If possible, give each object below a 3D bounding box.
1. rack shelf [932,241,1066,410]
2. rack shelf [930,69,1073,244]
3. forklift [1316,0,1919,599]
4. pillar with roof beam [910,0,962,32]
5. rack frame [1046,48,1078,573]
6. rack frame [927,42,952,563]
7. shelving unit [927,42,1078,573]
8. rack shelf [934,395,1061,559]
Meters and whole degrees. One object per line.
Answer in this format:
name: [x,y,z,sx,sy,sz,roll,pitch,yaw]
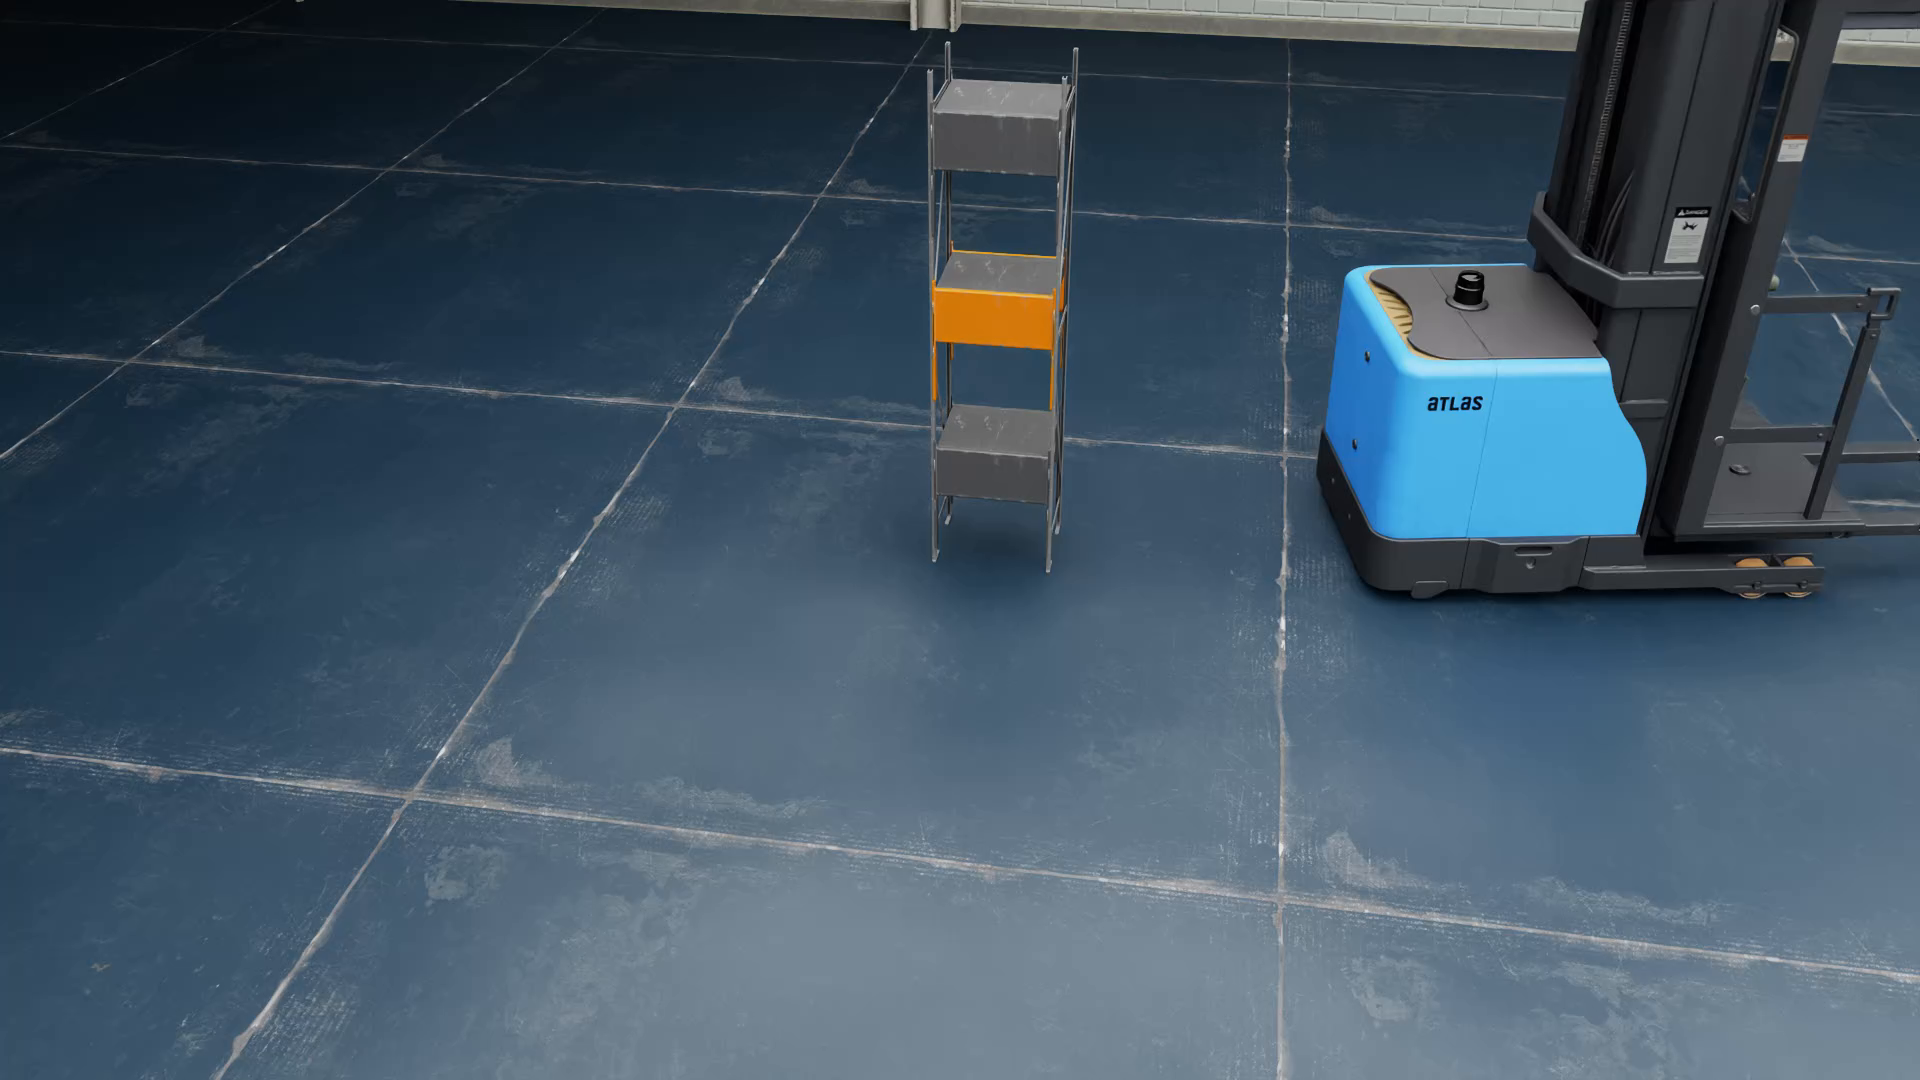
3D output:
rack shelf: [0.163,-0.864,6.677,0.480,0.518,0.431,5,32,8]
rack shelf: [0.163,-1.457,6.305,0.480,0.518,0.431,5,32,8]
forklift: [3.155,-1.282,6.536,3.031,2.935,1.130,-1,32,-2]
pillar with roof beam: [-0.930,-5.988,8.336,0.400,9.000,9.100,5,32,8]
rack frame: [0.404,-0.853,6.634,0.015,2.100,0.400,5,32,8]
rack frame: [-0.077,-0.897,6.704,0.015,2.100,0.400,5,32,8]
shelving unit: [0.163,-0.875,6.669,0.503,2.100,0.431,5,32,8]
rack shelf: [0.163,-0.270,7.048,0.480,0.518,0.431,5,32,8]
